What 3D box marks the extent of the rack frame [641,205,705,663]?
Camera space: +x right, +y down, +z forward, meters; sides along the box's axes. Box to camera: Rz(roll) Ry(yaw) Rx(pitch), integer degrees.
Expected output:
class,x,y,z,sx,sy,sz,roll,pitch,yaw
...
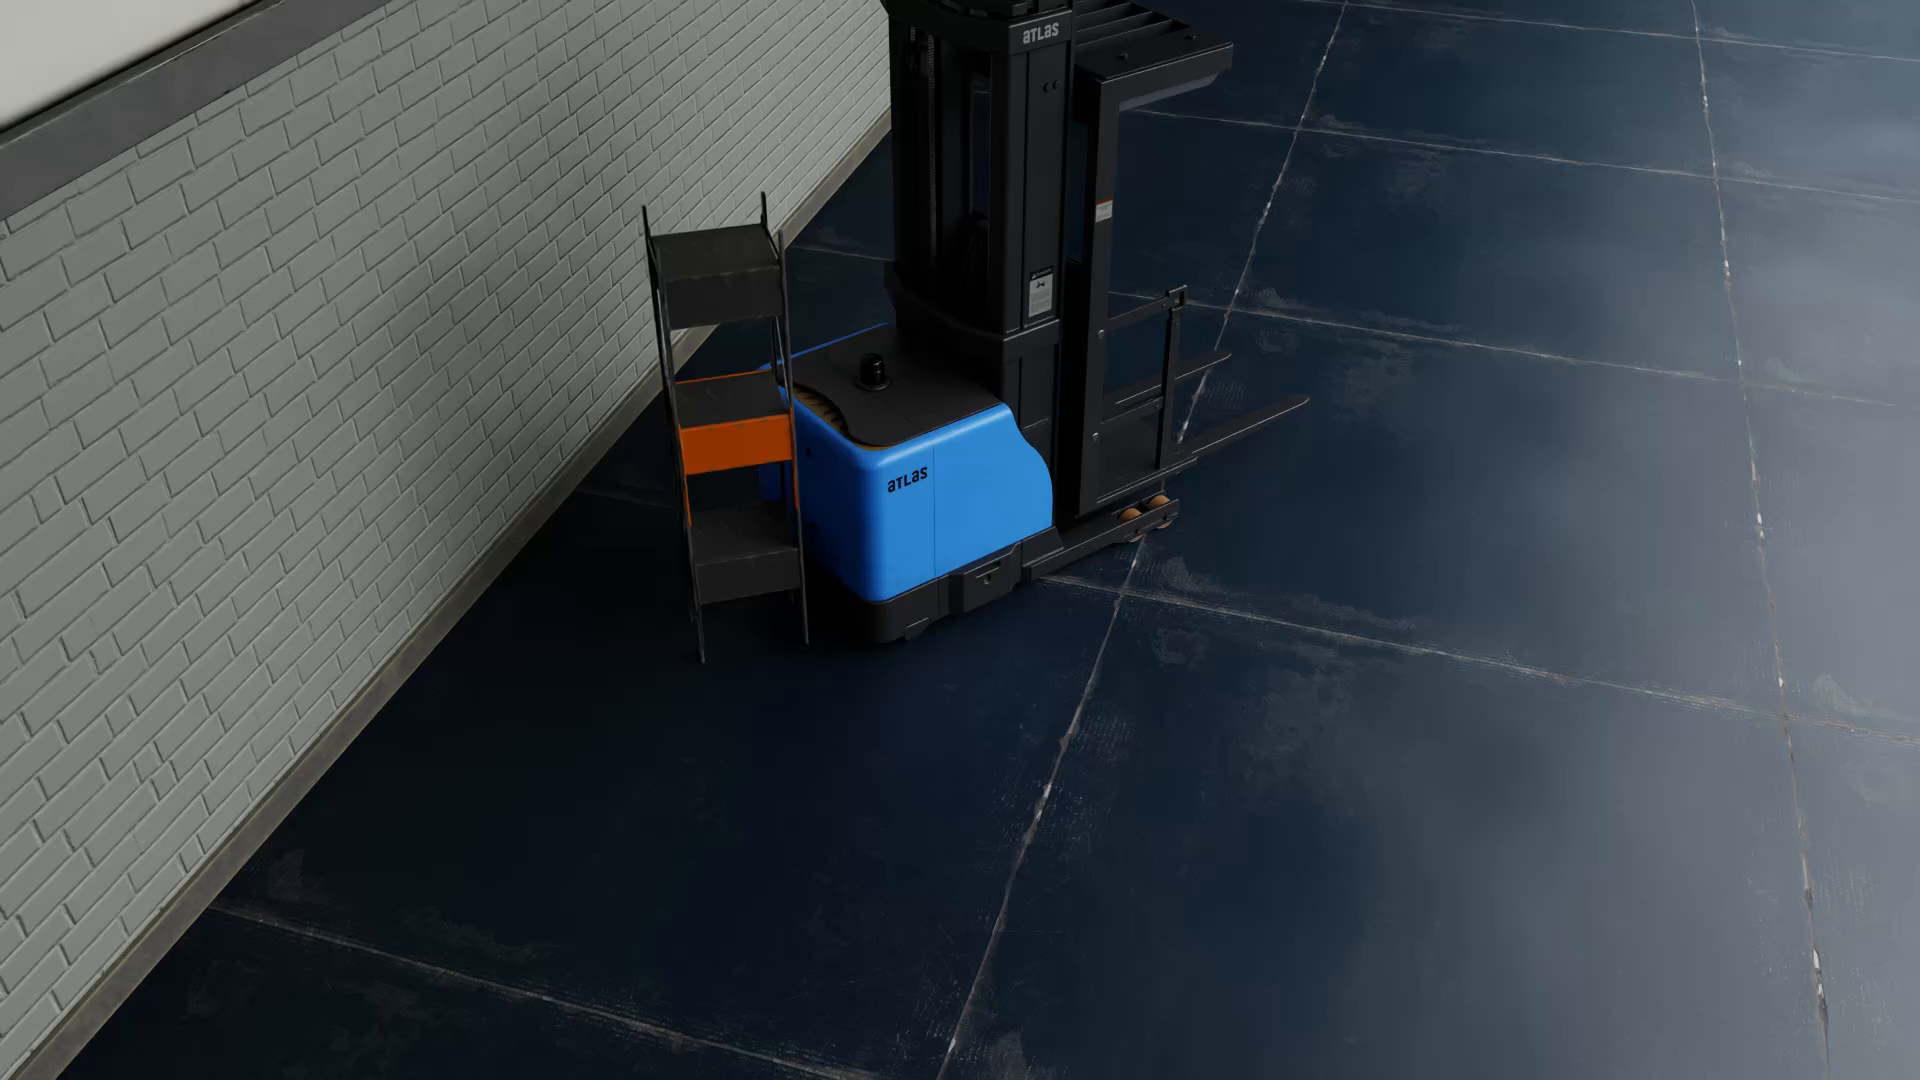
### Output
class,x,y,z,sx,sy,sz,roll,pitch,yaw
rack frame,-1.232,-0.395,7.195,0.015,2.100,0.400,-10,38,-13

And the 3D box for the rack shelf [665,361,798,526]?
class,x,y,z,sx,sy,sz,roll,pitch,yaw
rack shelf,-0.998,-0.424,7.259,0.480,0.518,0.431,-10,38,-13

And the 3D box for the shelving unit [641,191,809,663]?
class,x,y,z,sx,sy,sz,roll,pitch,yaw
shelving unit,-0.998,-0.435,7.251,0.503,2.100,0.431,-10,38,-13

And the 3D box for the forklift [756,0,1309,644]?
class,x,y,z,sx,sy,sz,roll,pitch,yaw
forklift,0.501,-1.400,7.865,3.031,2.935,1.130,-24,42,-29

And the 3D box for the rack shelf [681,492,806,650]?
class,x,y,z,sx,sy,sz,roll,pitch,yaw
rack shelf,-1.003,0.140,7.674,0.480,0.518,0.431,-10,38,-13

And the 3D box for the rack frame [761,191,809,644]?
class,x,y,z,sx,sy,sz,roll,pitch,yaw
rack frame,-0.764,-0.474,7.307,0.015,2.100,0.400,-10,38,-13

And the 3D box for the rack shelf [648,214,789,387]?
class,x,y,z,sx,sy,sz,roll,pitch,yaw
rack shelf,-0.994,-0.988,6.844,0.480,0.518,0.431,-10,38,-13
